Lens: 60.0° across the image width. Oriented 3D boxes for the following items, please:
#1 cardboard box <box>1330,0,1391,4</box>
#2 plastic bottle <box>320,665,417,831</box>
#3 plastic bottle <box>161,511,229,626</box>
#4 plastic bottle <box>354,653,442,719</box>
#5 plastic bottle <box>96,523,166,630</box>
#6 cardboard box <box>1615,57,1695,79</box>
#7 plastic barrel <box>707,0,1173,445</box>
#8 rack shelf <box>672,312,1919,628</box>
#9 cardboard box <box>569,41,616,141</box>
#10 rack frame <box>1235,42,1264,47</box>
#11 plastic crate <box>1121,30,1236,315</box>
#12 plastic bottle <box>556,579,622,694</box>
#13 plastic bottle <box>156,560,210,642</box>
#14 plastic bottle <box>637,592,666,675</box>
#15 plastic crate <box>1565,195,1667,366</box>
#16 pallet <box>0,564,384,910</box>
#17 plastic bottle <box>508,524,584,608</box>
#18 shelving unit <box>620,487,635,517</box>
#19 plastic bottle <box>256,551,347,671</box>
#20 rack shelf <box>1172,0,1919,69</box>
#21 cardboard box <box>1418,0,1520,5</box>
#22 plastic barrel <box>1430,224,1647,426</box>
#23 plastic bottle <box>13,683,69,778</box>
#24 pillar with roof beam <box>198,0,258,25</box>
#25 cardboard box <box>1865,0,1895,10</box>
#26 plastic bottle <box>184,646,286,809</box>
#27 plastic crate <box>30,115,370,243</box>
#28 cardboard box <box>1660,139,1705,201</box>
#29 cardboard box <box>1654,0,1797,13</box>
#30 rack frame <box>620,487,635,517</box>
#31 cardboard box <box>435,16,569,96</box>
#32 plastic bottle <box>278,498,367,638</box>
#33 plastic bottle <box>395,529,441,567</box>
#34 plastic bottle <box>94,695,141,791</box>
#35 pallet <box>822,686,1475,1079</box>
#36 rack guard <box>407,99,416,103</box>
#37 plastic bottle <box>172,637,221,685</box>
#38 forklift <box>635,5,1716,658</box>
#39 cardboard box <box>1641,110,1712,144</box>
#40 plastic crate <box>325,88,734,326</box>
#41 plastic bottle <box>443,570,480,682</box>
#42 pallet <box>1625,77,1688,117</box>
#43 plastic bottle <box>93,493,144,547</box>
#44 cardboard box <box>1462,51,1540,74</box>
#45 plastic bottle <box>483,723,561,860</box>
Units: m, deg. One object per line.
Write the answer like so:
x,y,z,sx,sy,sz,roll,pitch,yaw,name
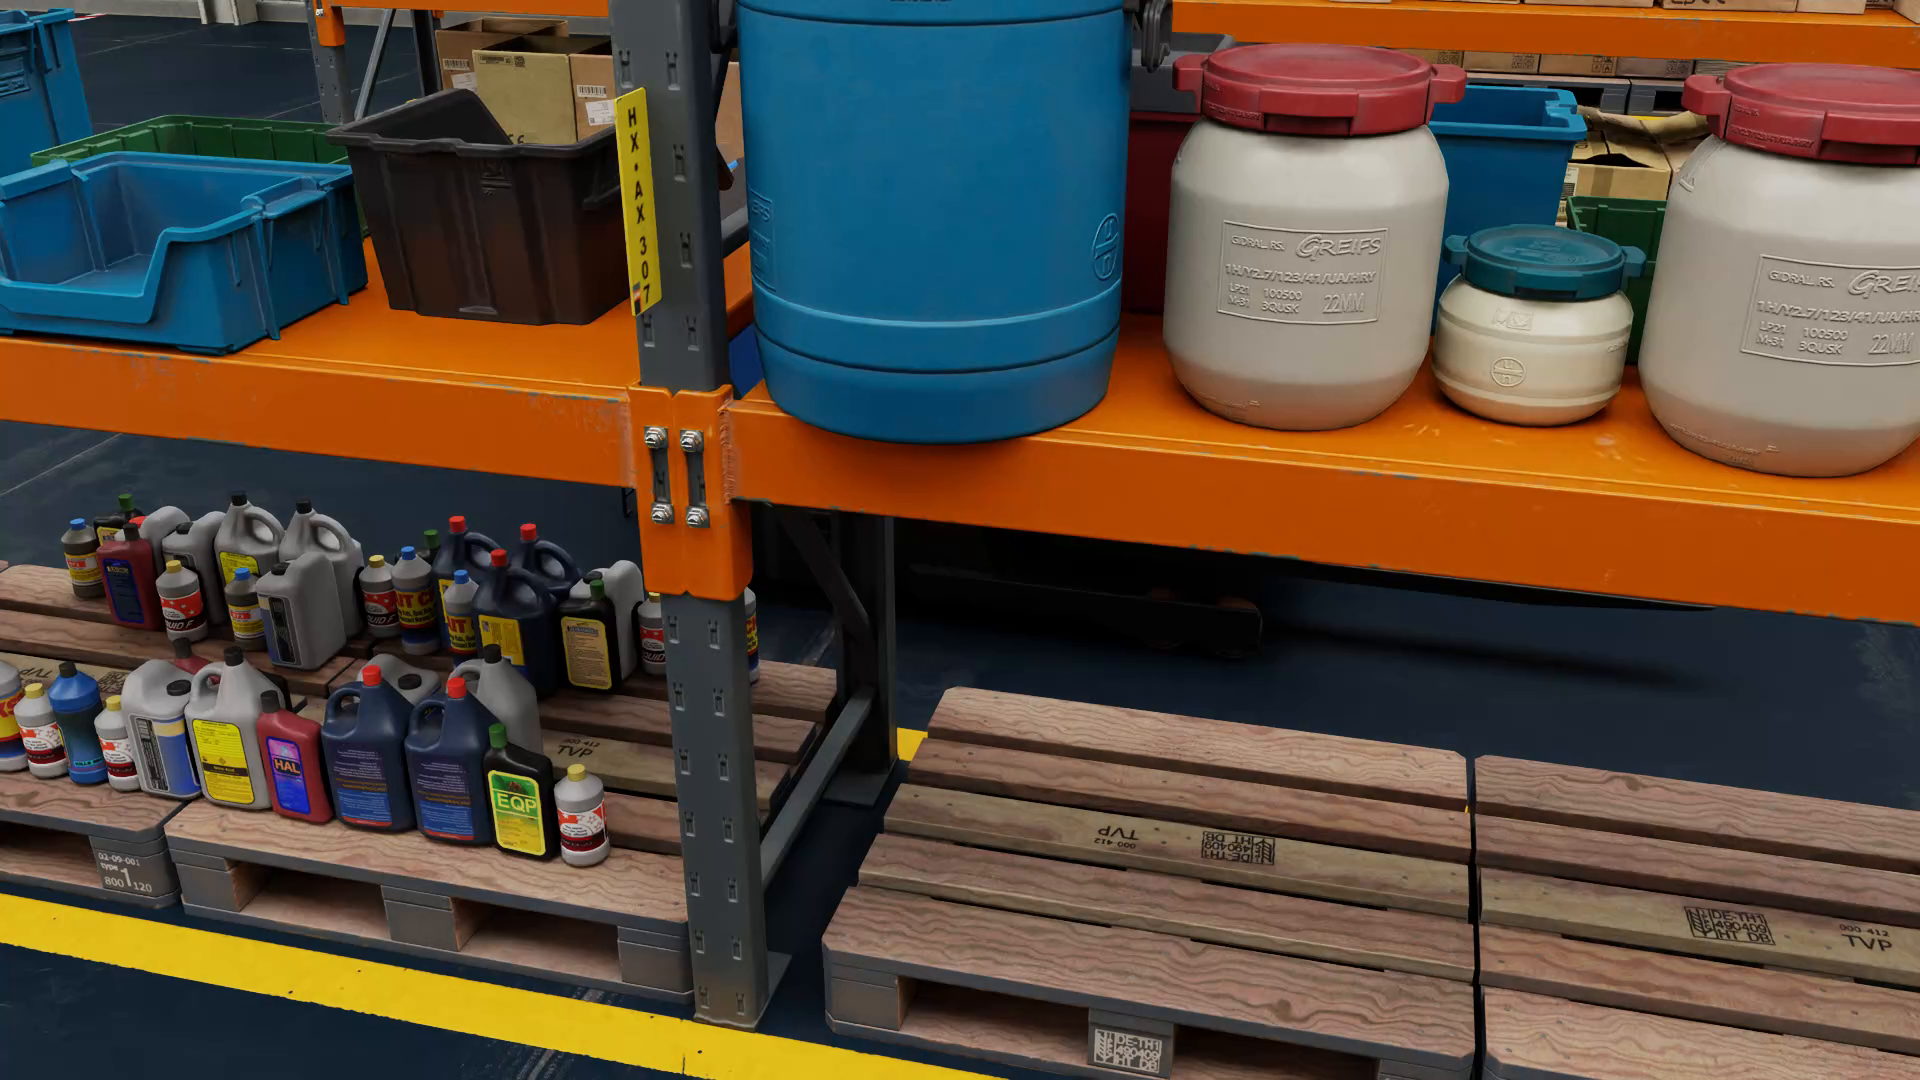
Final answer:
1.709,-2.377,7.046,0.250,0.149,0.380,6,26,13,cardboard box
-1.217,0.419,3.451,0.185,0.351,0.144,5,26,10,plastic bottle
-1.950,0.061,4.289,0.135,0.276,0.152,6,26,12,plastic bottle
-1.204,0.388,3.602,0.135,0.276,0.152,6,26,13,plastic bottle
-2.110,0.087,4.225,0.133,0.283,0.061,6,26,13,plastic bottle
4.825,-3.534,11.580,0.500,0.500,0.700,6,26,13,cardboard box
-0.037,-0.668,2.580,0.708,0.901,0.600,6,26,13,plastic barrel
1.601,-0.070,2.745,4.000,0.370,1.077,6,26,13,rack shelf
-1.536,-2.135,8.082,0.500,0.500,0.500,6,26,13,cardboard box
2.132,-4.734,11.703,0.127,3.000,1.000,6,26,13,rack frame
0.210,-0.714,3.185,0.583,0.464,0.402,6,26,13,plastic crate
-0.881,0.223,3.940,0.133,0.283,0.061,6,26,13,plastic bottle
-1.963,0.149,4.192,0.097,0.201,0.097,0,25,0,plastic bottle
-0.732,0.217,4.048,0.097,0.201,0.097,0,25,0,plastic bottle
1.421,-0.444,2.941,0.662,0.188,0.450,6,26,13,plastic crate
-2.161,0.431,4.099,1.213,0.211,1.003,6,26,13,pallet
-1.014,0.129,4.059,0.185,0.351,0.144,7,26,14,plastic bottle
-0.963,-0.519,5.292,0.210,0.900,0.258,7,26,14,shelving unit
-1.621,0.162,4.078,0.135,0.276,0.152,6,26,13,plastic bottle
2.839,-2.132,7.075,4.000,0.370,1.077,6,26,13,rack shelf
2.152,-2.571,7.044,0.500,0.500,0.500,8,27,17,cardboard box
0.908,-0.341,2.638,0.301,0.262,0.301,0,25,0,plastic barrel
-2.007,0.409,3.644,0.097,0.201,0.097,0,25,0,plastic bottle
-7.732,-7.006,9.497,0.400,9.000,9.100,6,26,13,pillar with roof beam
3.958,-2.379,6.861,0.500,0.311,0.500,6,26,12,cardboard box
-1.530,0.384,3.523,0.185,0.351,0.144,6,26,13,plastic bottle
-1.580,-0.776,3.638,0.662,0.188,0.450,6,26,13,plastic crate
3.214,-1.506,6.981,0.500,0.311,0.500,6,26,13,cardboard box
3.146,-2.461,6.813,0.500,0.500,0.500,5,26,10,cardboard box
-1.061,-0.530,5.316,0.006,0.900,0.240,7,26,14,rack frame
-2.379,-2.452,8.749,0.500,0.500,0.500,6,26,13,cardboard box
-1.609,0.063,4.197,0.185,0.351,0.144,6,26,13,plastic bottle
-1.346,0.104,4.190,0.133,0.283,0.061,7,26,15,plastic bottle
-1.807,0.431,3.598,0.097,0.201,0.097,0,25,0,plastic bottle
0.435,0.718,3.497,1.213,0.211,1.003,6,26,13,pallet
-2.996,-1.973,8.813,0.348,0.500,1.175,6,26,13,rack guard
-1.660,0.351,3.671,0.133,0.283,0.061,6,26,13,plastic bottle
0.609,-1.253,4.471,3.031,2.935,1.130,7,26,14,forklift
3.337,-1.731,7.453,0.500,0.311,0.500,6,26,12,cardboard box
-0.811,-0.690,3.282,0.504,0.338,0.767,6,26,13,plastic crate
-1.185,0.200,4.003,0.097,0.271,0.097,0,25,0,plastic bottle
5.249,-3.131,11.580,1.213,0.211,1.003,6,26,13,pallet
-2.204,0.009,4.389,0.133,0.283,0.061,7,26,14,plastic bottle
3.846,-3.626,11.772,0.500,0.500,0.700,7,26,14,cardboard box
-0.884,0.505,3.349,0.133,0.283,0.061,8,27,16,plastic bottle
